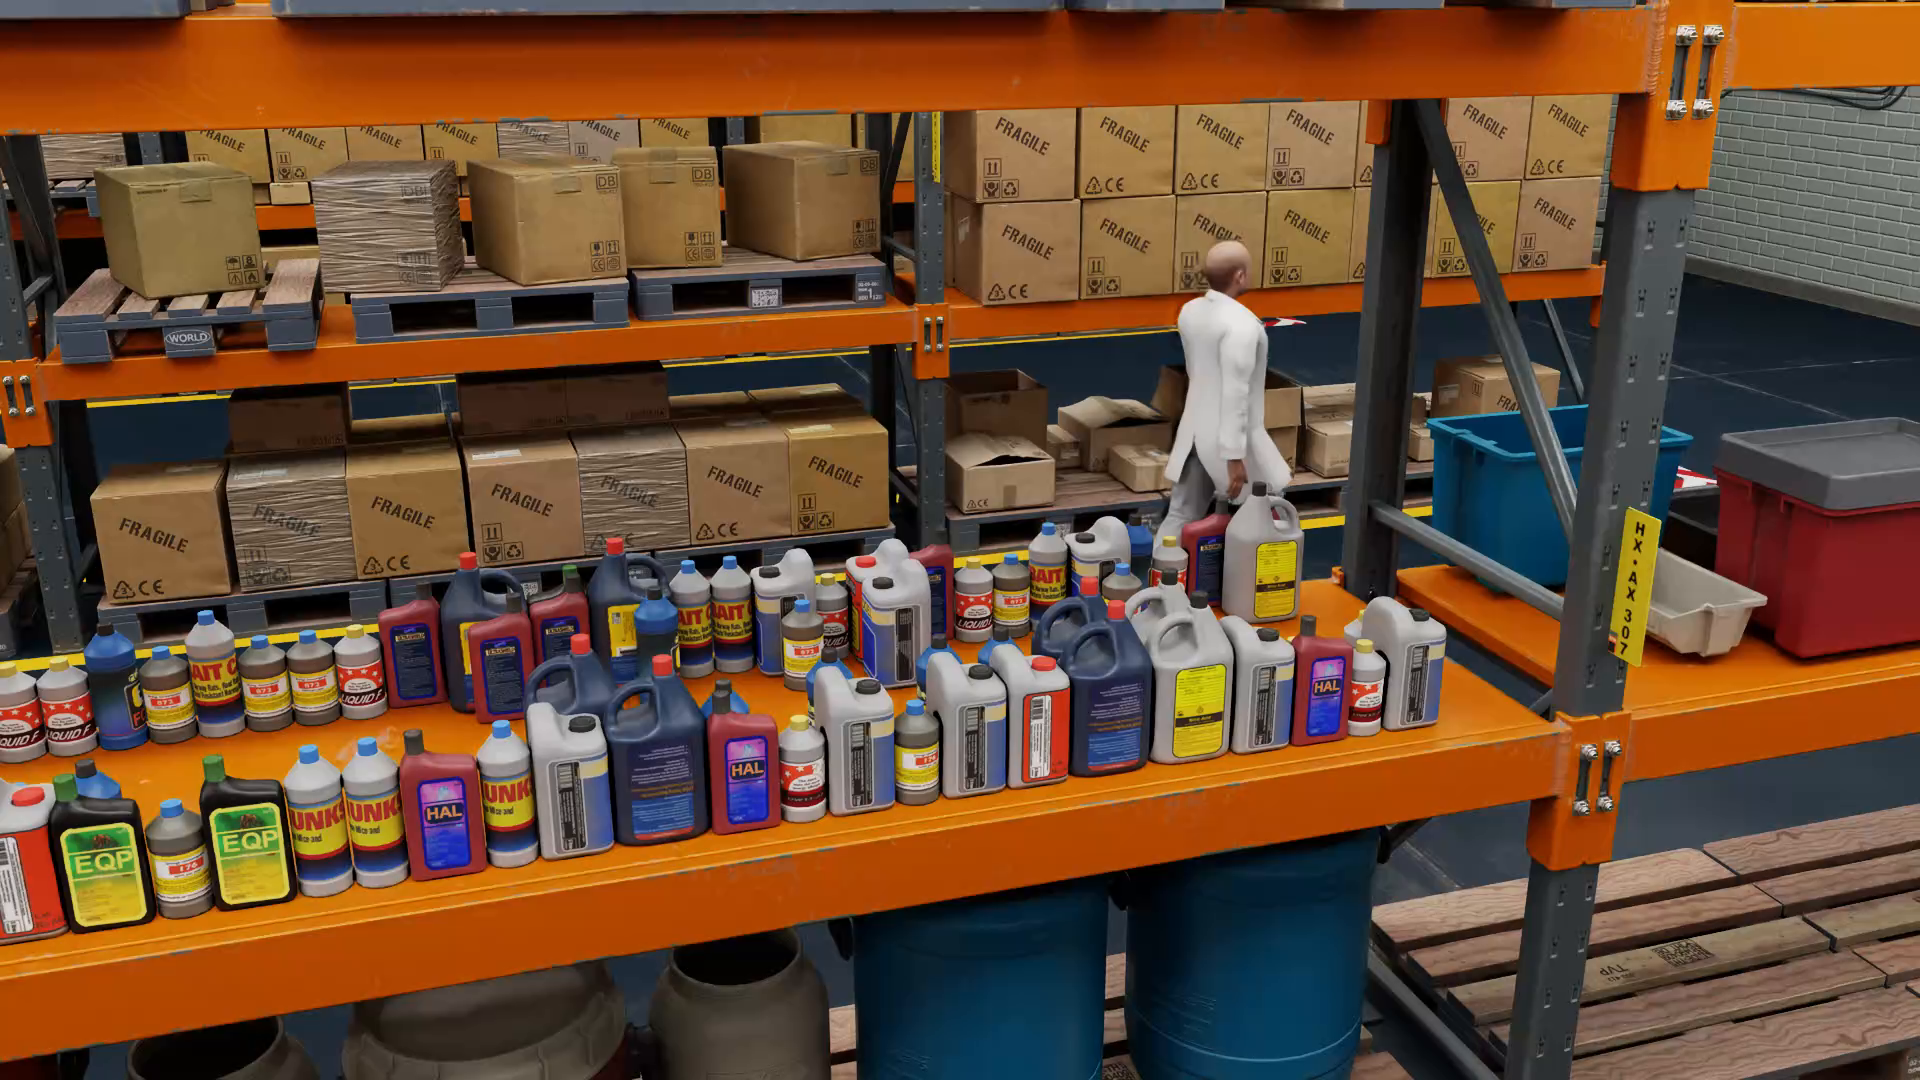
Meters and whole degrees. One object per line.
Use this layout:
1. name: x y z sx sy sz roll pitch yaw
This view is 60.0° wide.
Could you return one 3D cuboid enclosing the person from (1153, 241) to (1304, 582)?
1. person: 1.226 -0.437 7.351 0.941 1.779 0.621 -10 21 -27
